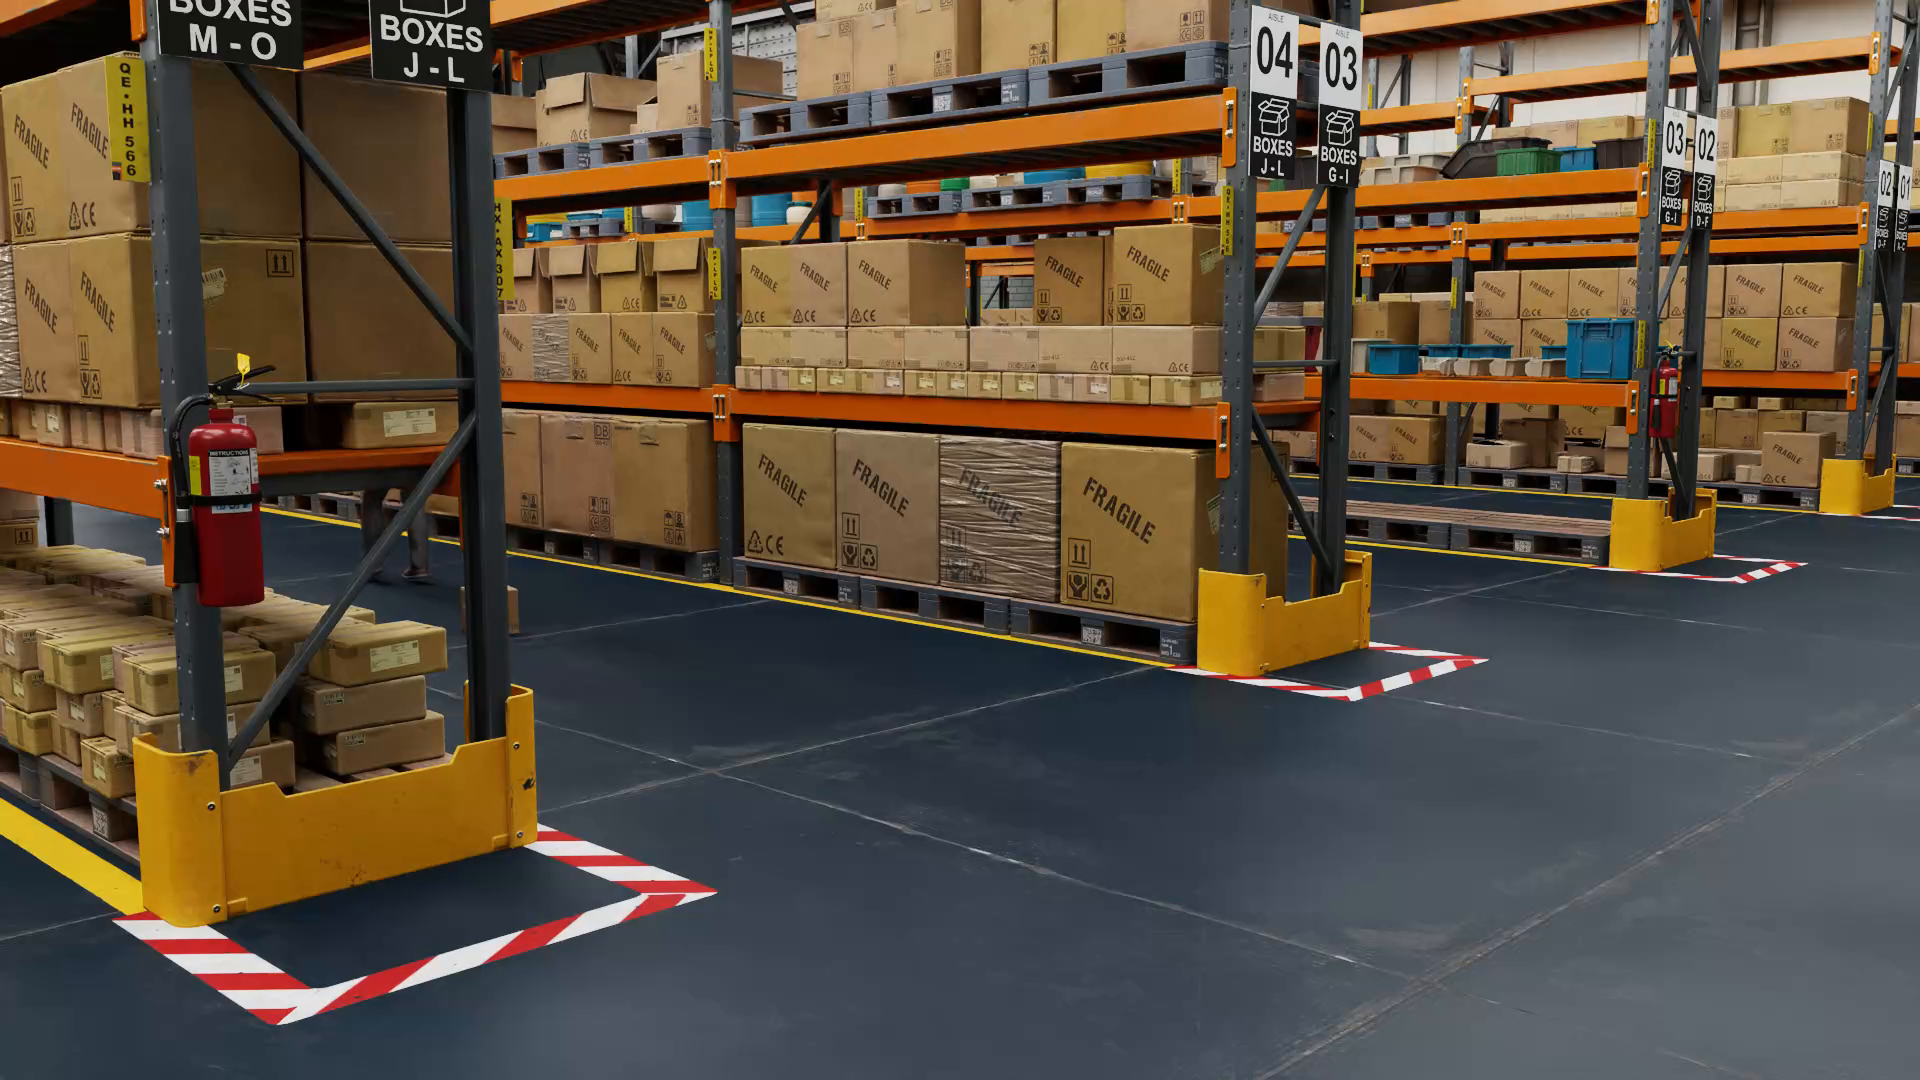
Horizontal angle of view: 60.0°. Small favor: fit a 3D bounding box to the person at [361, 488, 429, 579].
[{"bbox_3d":[-3.789,-0.534,11.103,0.467,1.711,0.644,-6,10,-42],"label":"person"}]
